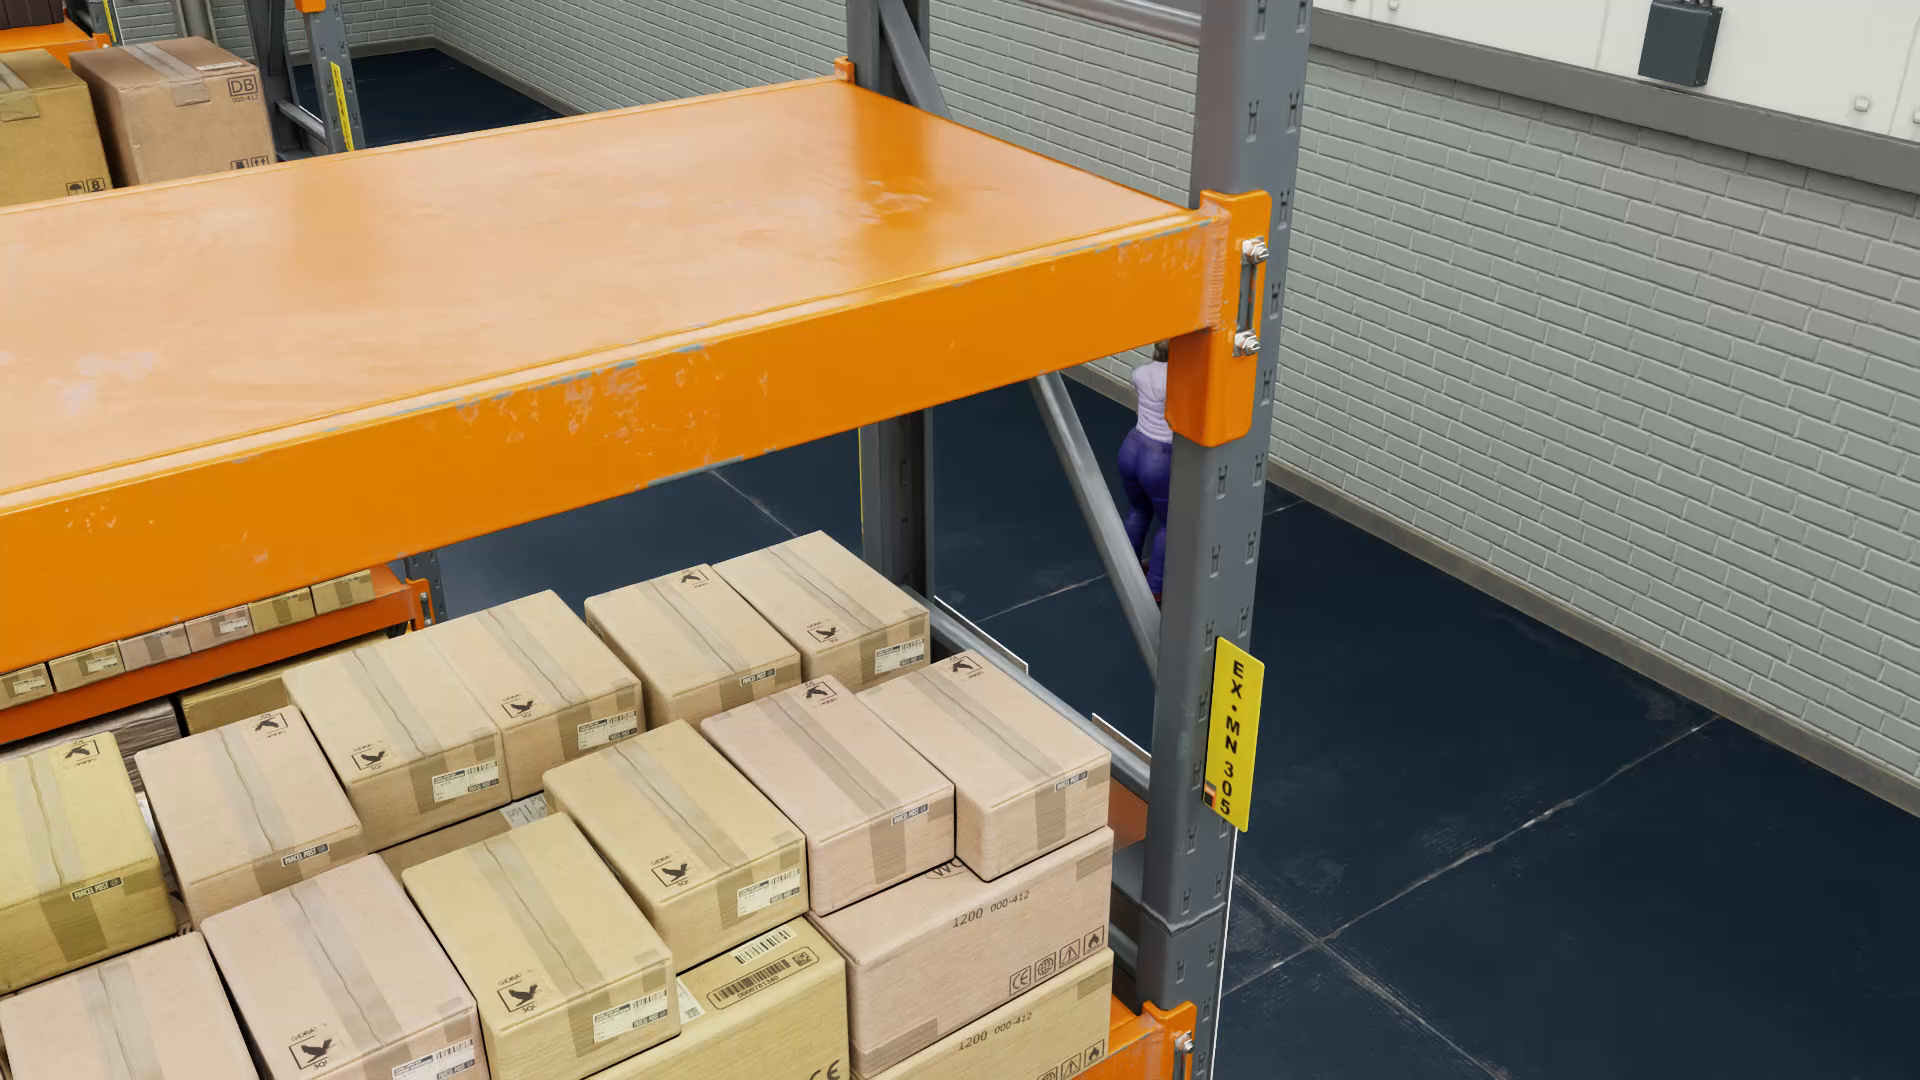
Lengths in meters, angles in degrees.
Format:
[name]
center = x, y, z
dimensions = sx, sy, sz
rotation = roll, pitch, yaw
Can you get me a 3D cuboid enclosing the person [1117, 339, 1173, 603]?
[person]
center = 1.190, -0.459, 9.537
dimensions = 0.515, 1.641, 0.435
rotation = -20, 34, -31
